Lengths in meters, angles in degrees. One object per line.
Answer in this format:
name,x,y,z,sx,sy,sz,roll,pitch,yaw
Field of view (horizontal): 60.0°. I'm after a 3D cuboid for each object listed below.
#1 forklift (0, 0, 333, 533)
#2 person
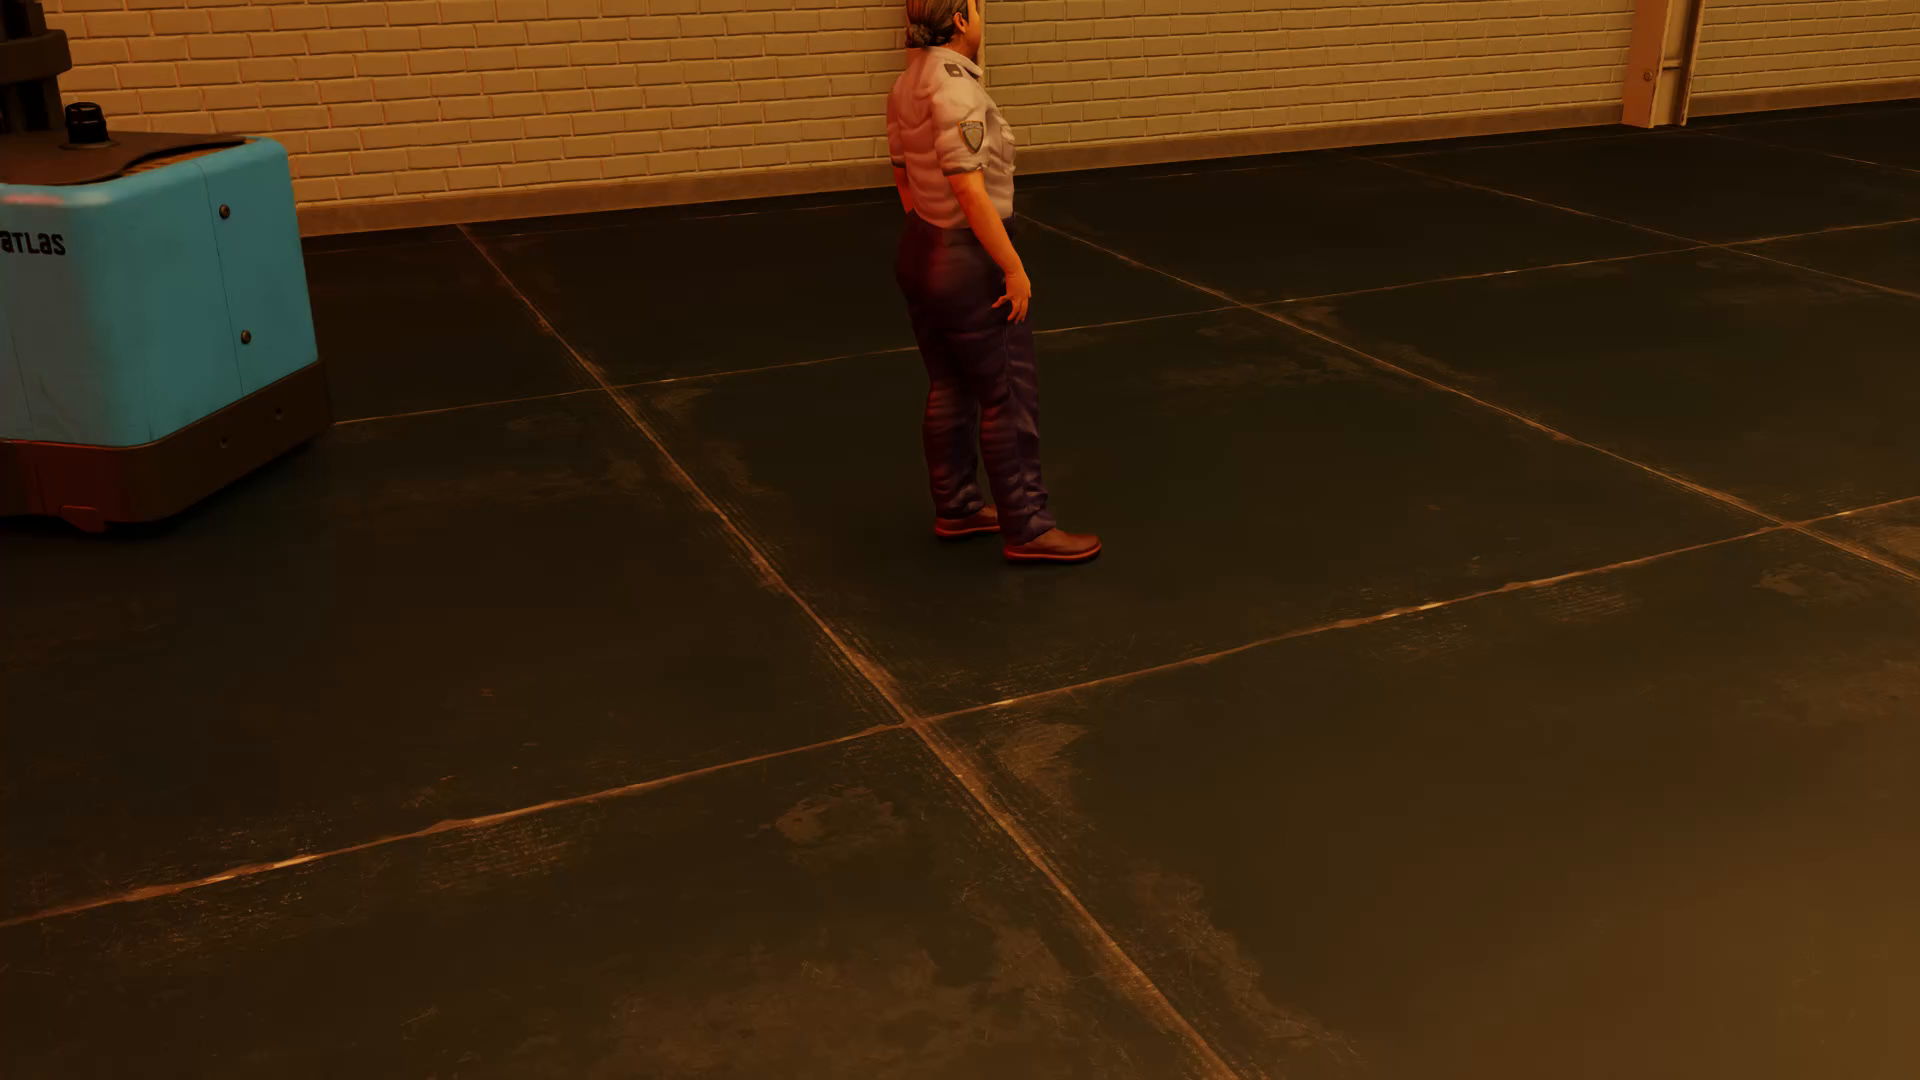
forklift,-3.798,-1.649,5.255,3.031,2.935,1.130,5,23,11
person,0.092,-0.774,4.804,0.502,1.651,0.598,-10,25,-23
